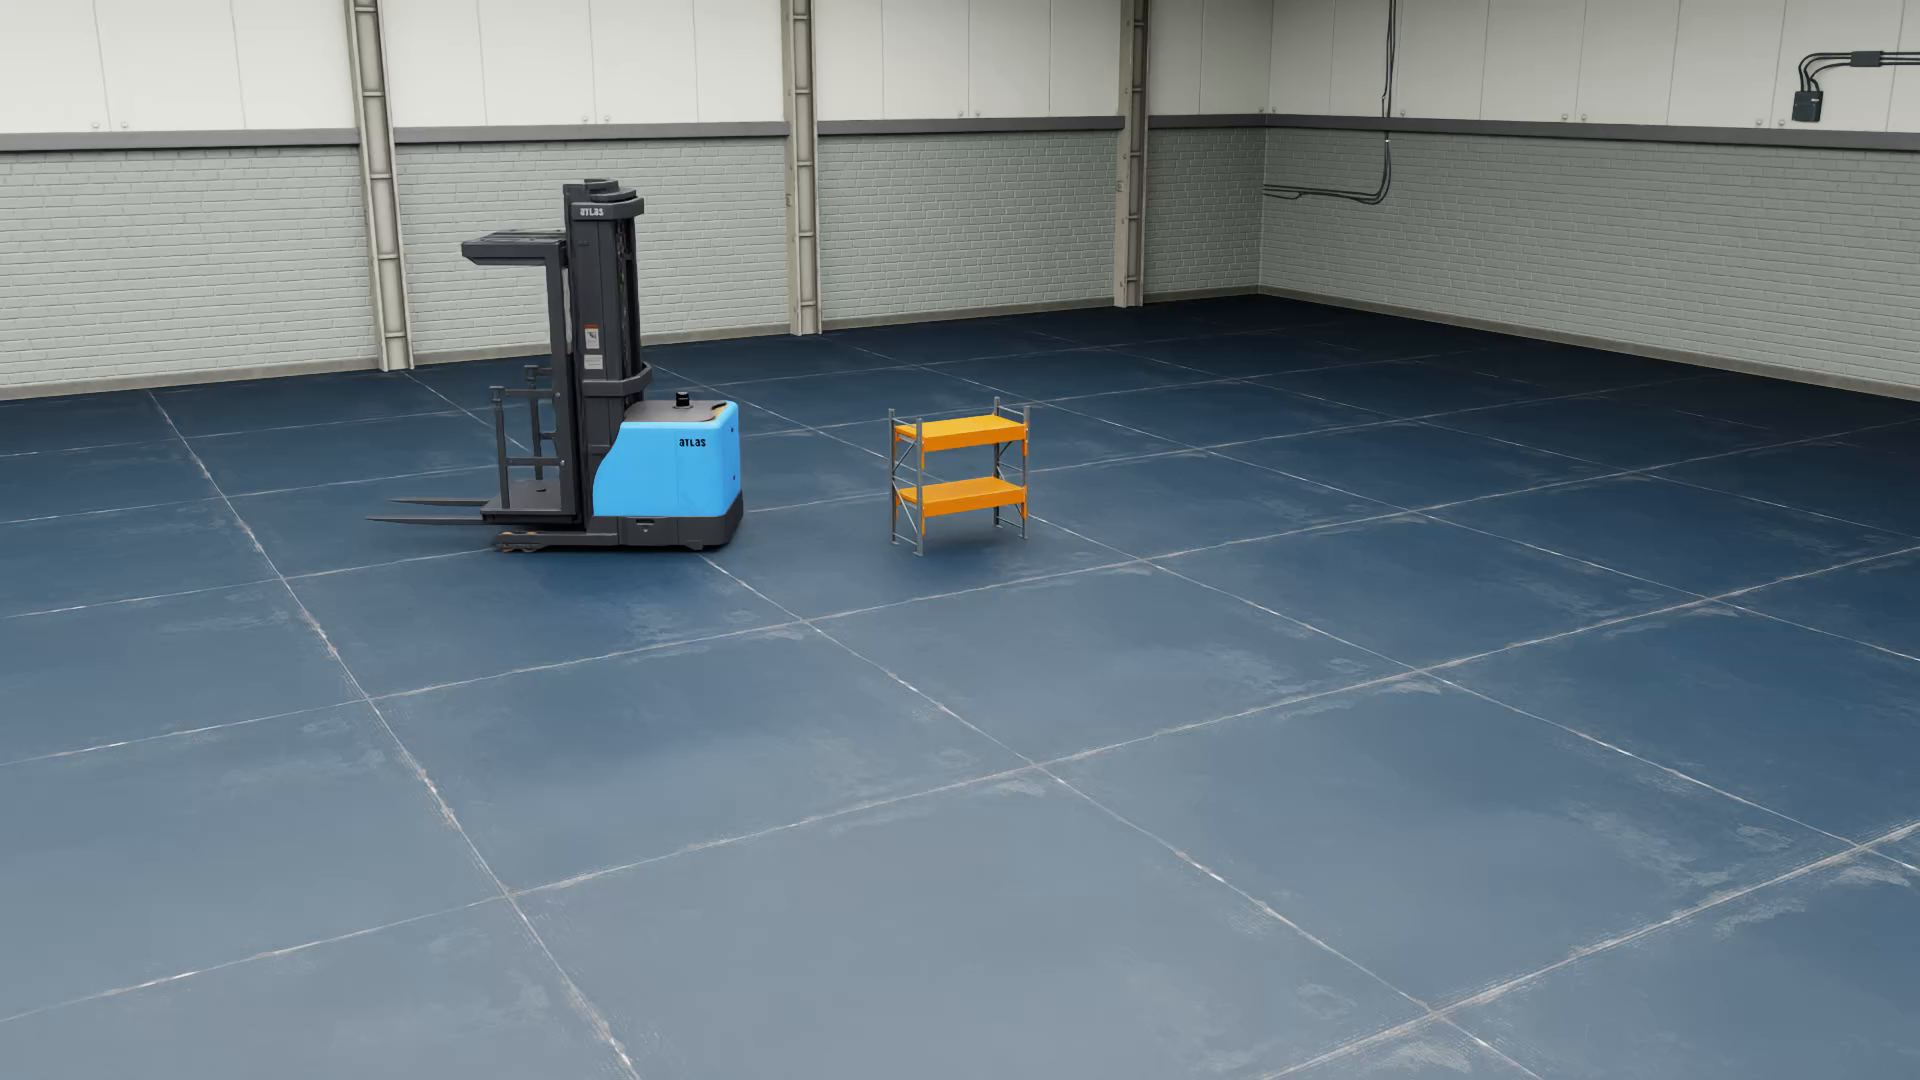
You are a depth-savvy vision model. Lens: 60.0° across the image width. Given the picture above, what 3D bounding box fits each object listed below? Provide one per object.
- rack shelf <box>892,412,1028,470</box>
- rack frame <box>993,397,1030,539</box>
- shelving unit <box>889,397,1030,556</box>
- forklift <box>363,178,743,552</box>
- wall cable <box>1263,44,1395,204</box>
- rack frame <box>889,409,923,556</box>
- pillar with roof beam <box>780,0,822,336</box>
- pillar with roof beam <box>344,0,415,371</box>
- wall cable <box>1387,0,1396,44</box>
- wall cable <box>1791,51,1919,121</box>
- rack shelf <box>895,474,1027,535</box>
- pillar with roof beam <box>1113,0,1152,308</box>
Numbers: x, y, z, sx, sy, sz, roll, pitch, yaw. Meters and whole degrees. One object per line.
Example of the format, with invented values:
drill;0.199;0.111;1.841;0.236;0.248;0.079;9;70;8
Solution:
rack shelf;-0.006;-0.823;13.676;1.000;0.278;0.538;-9;18;-30
rack frame;0.430;-0.611;14.007;0.032;1.125;0.500;-9;18;-30
shelving unit;-0.006;-0.541;13.755;1.048;1.125;0.538;-9;18;-30
forklift;-3.402;-1.452;13.659;3.031;2.935;1.130;0;16;2
wall cable;6.031;-6.883;27.545;0.112;2.526;3.097;-9;18;-30
rack frame;-0.442;-0.470;13.503;0.032;1.125;0.500;-9;18;-30
pillar with roof beam;-0.101;-6.444;20.227;0.400;9.000;9.100;-9;18;-30
pillar with roof beam;-5.244;-5.610;17.252;0.400;9.000;9.100;-9;18;-30
wall cable;7.425;-8.689;24.630;0.112;2.526;3.097;-9;18;-30
wall cable;10.907;-7.817;18.823;0.169;6.003;2.305;-9;18;-30
rack shelf;-0.006;-0.305;13.821;1.000;0.278;0.538;-9;18;-30
pillar with roof beam;5.042;-7.278;23.203;0.400;9.000;9.100;-9;18;-30
